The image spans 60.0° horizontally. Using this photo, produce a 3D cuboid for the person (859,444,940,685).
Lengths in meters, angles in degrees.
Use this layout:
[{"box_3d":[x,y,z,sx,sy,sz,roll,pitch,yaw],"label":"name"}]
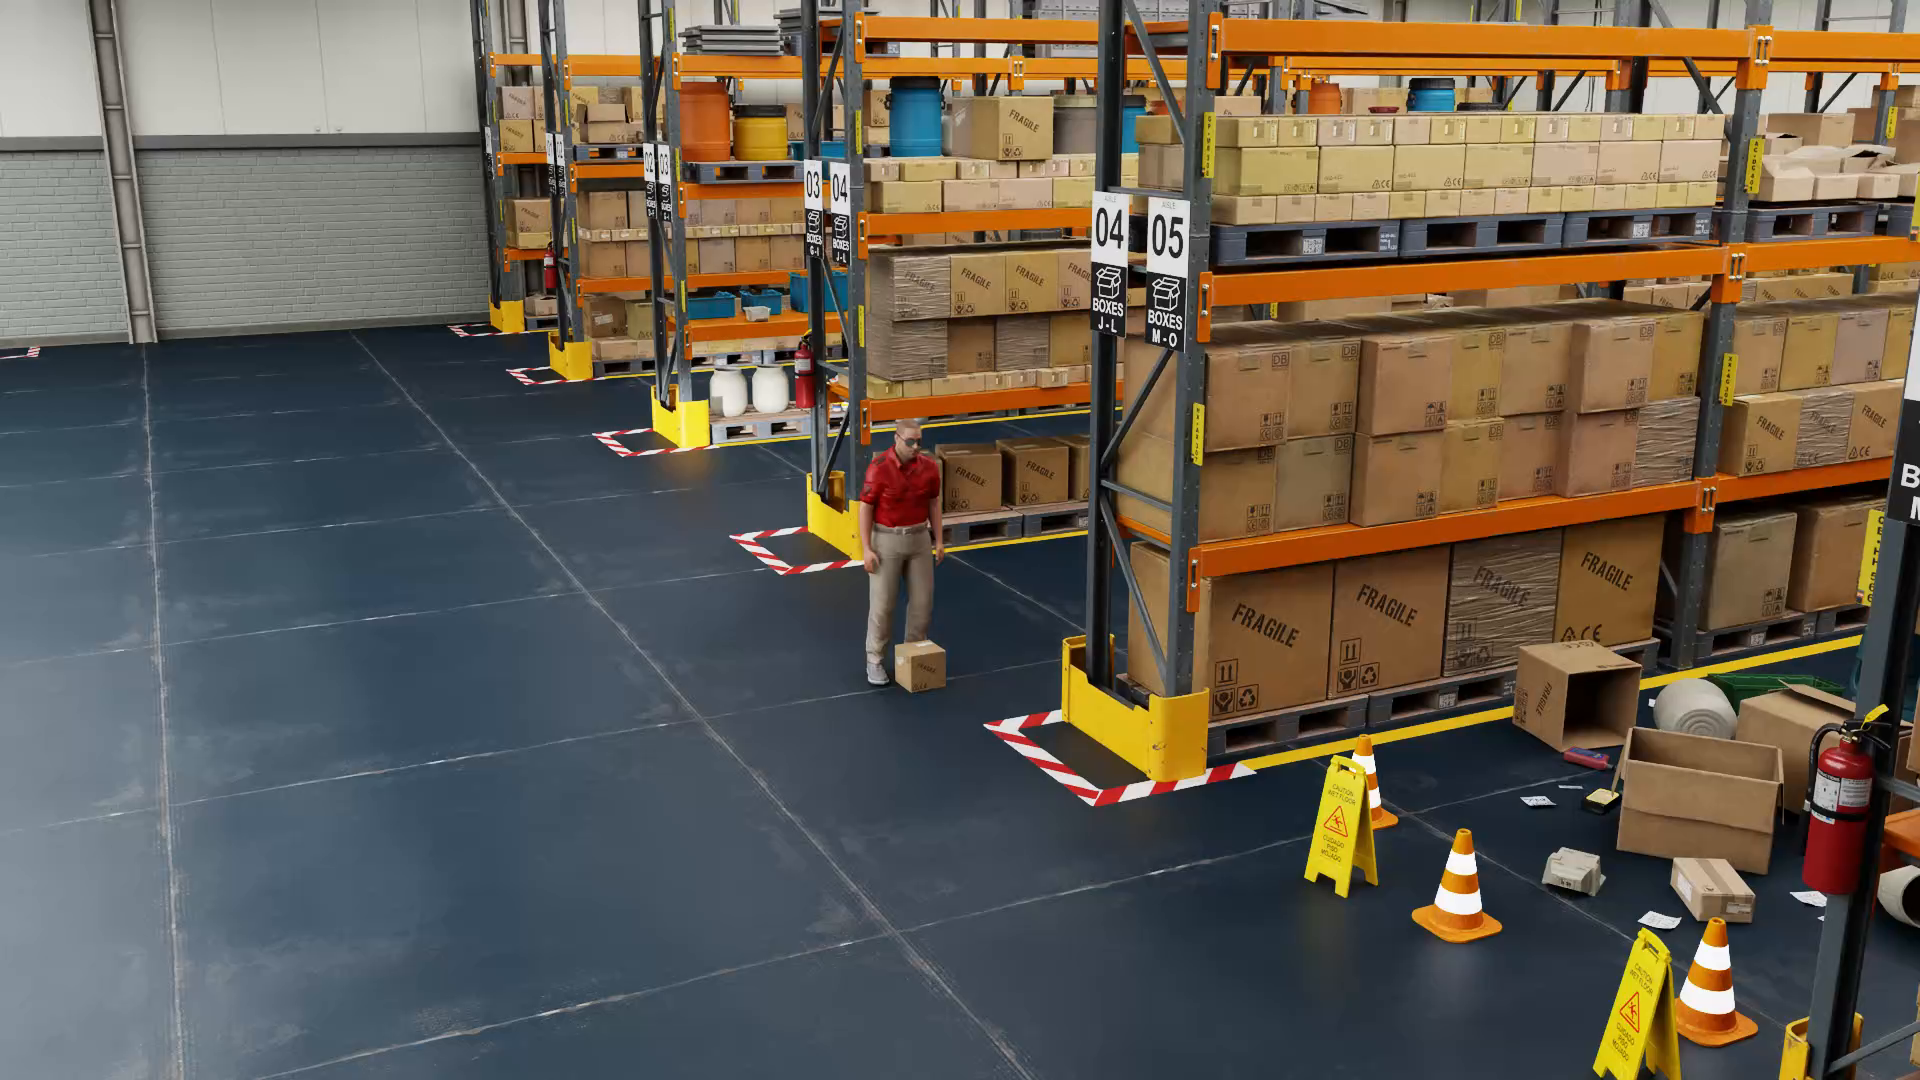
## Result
[{"box_3d":[-0.378,0.133,10.886,0.577,1.553,0.388,-7,17,-26],"label":"person"}]
